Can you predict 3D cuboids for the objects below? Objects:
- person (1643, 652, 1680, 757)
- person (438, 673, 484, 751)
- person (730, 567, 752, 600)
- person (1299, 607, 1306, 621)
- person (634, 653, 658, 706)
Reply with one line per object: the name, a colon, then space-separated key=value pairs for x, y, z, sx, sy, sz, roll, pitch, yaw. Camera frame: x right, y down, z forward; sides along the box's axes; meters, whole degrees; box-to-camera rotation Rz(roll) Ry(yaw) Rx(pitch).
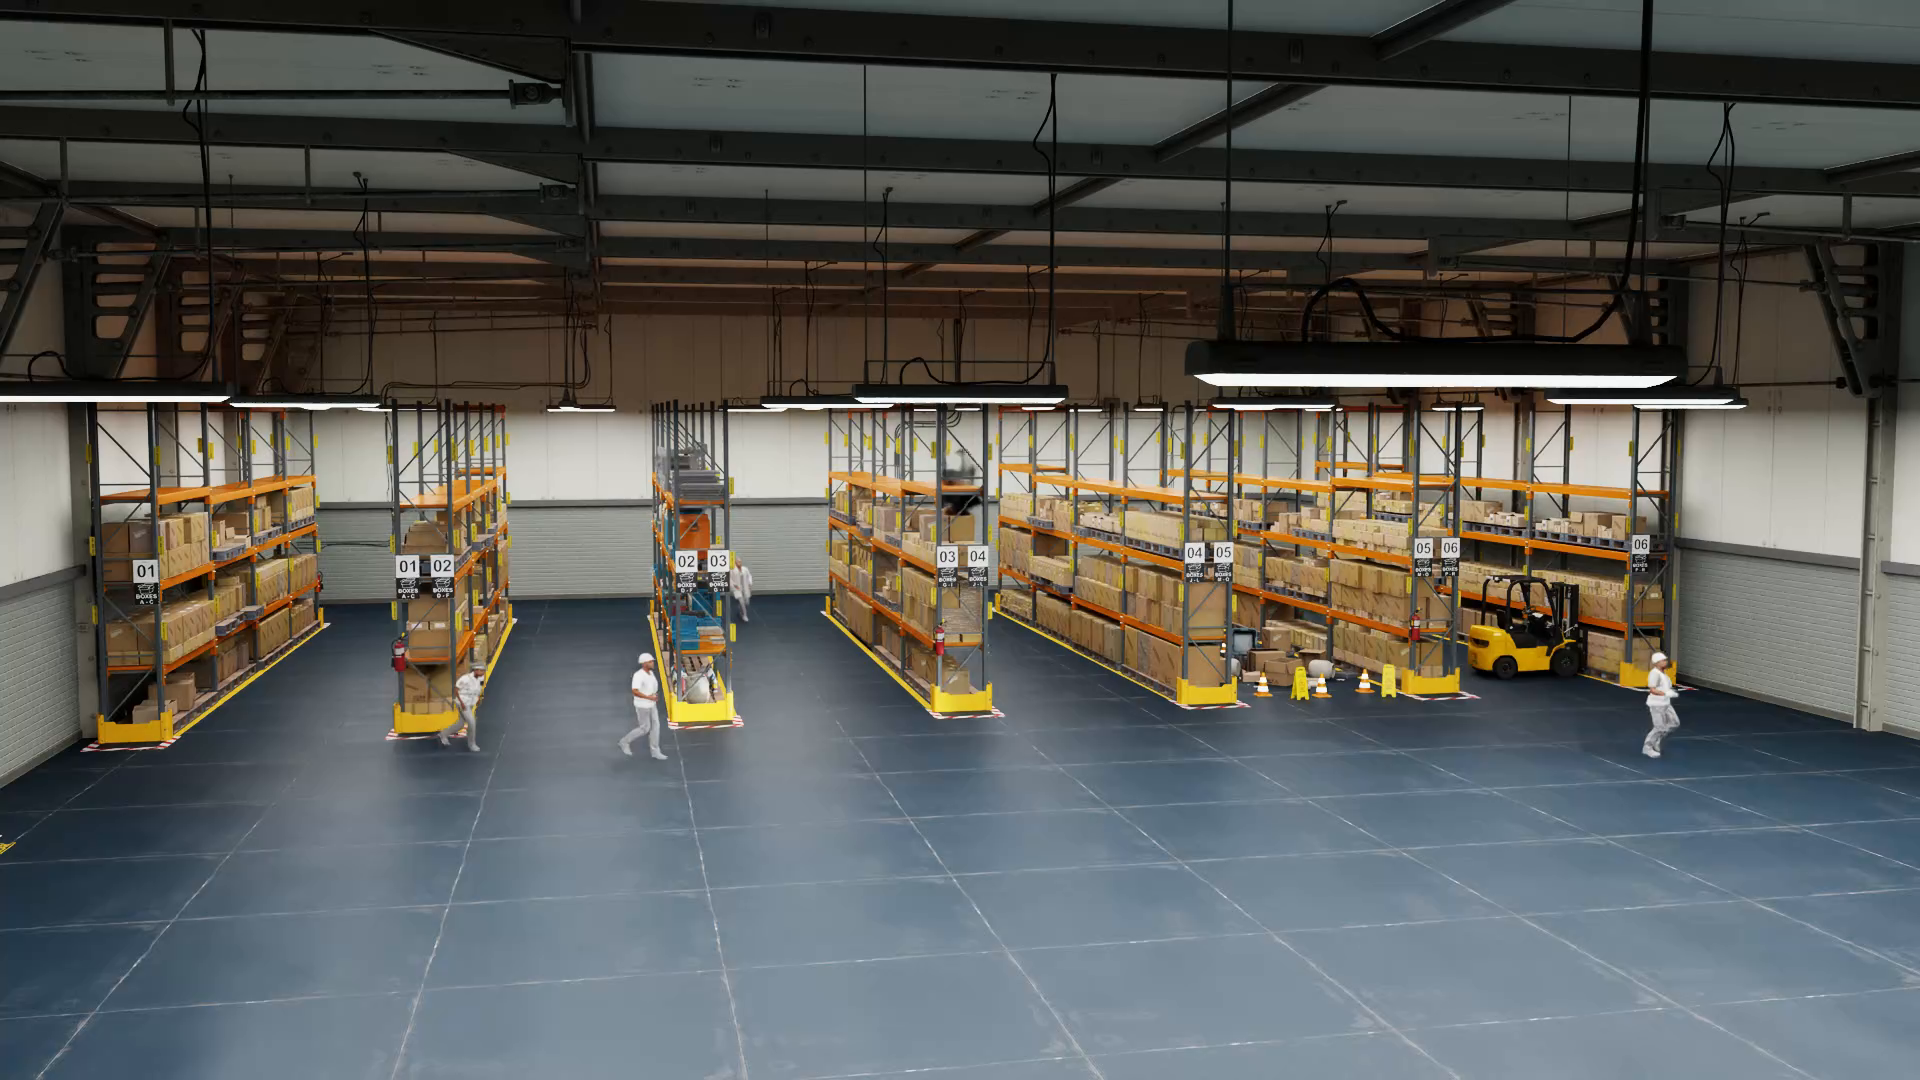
person: x=11.682 y=2.745 z=27.707 sx=0.544 sy=1.746 sz=0.467 roll=4 pitch=6 yaw=39
person: x=-8.562 y=2.933 z=28.493 sx=0.876 sy=1.384 sz=0.410 roll=2 pitch=5 yaw=25
person: x=-6.088 y=1.192 z=46.153 sx=0.732 sy=0.937 sz=0.447 roll=-2 pitch=5 yaw=-26
person: x=8.999 y=1.502 z=44.085 sx=0.662 sy=1.722 sz=0.993 roll=-1 pitch=4 yaw=-14
person: x=-5.215 y=2.315 z=27.589 sx=0.357 sy=0.876 sz=0.436 roll=1 pitch=4 yaw=12
